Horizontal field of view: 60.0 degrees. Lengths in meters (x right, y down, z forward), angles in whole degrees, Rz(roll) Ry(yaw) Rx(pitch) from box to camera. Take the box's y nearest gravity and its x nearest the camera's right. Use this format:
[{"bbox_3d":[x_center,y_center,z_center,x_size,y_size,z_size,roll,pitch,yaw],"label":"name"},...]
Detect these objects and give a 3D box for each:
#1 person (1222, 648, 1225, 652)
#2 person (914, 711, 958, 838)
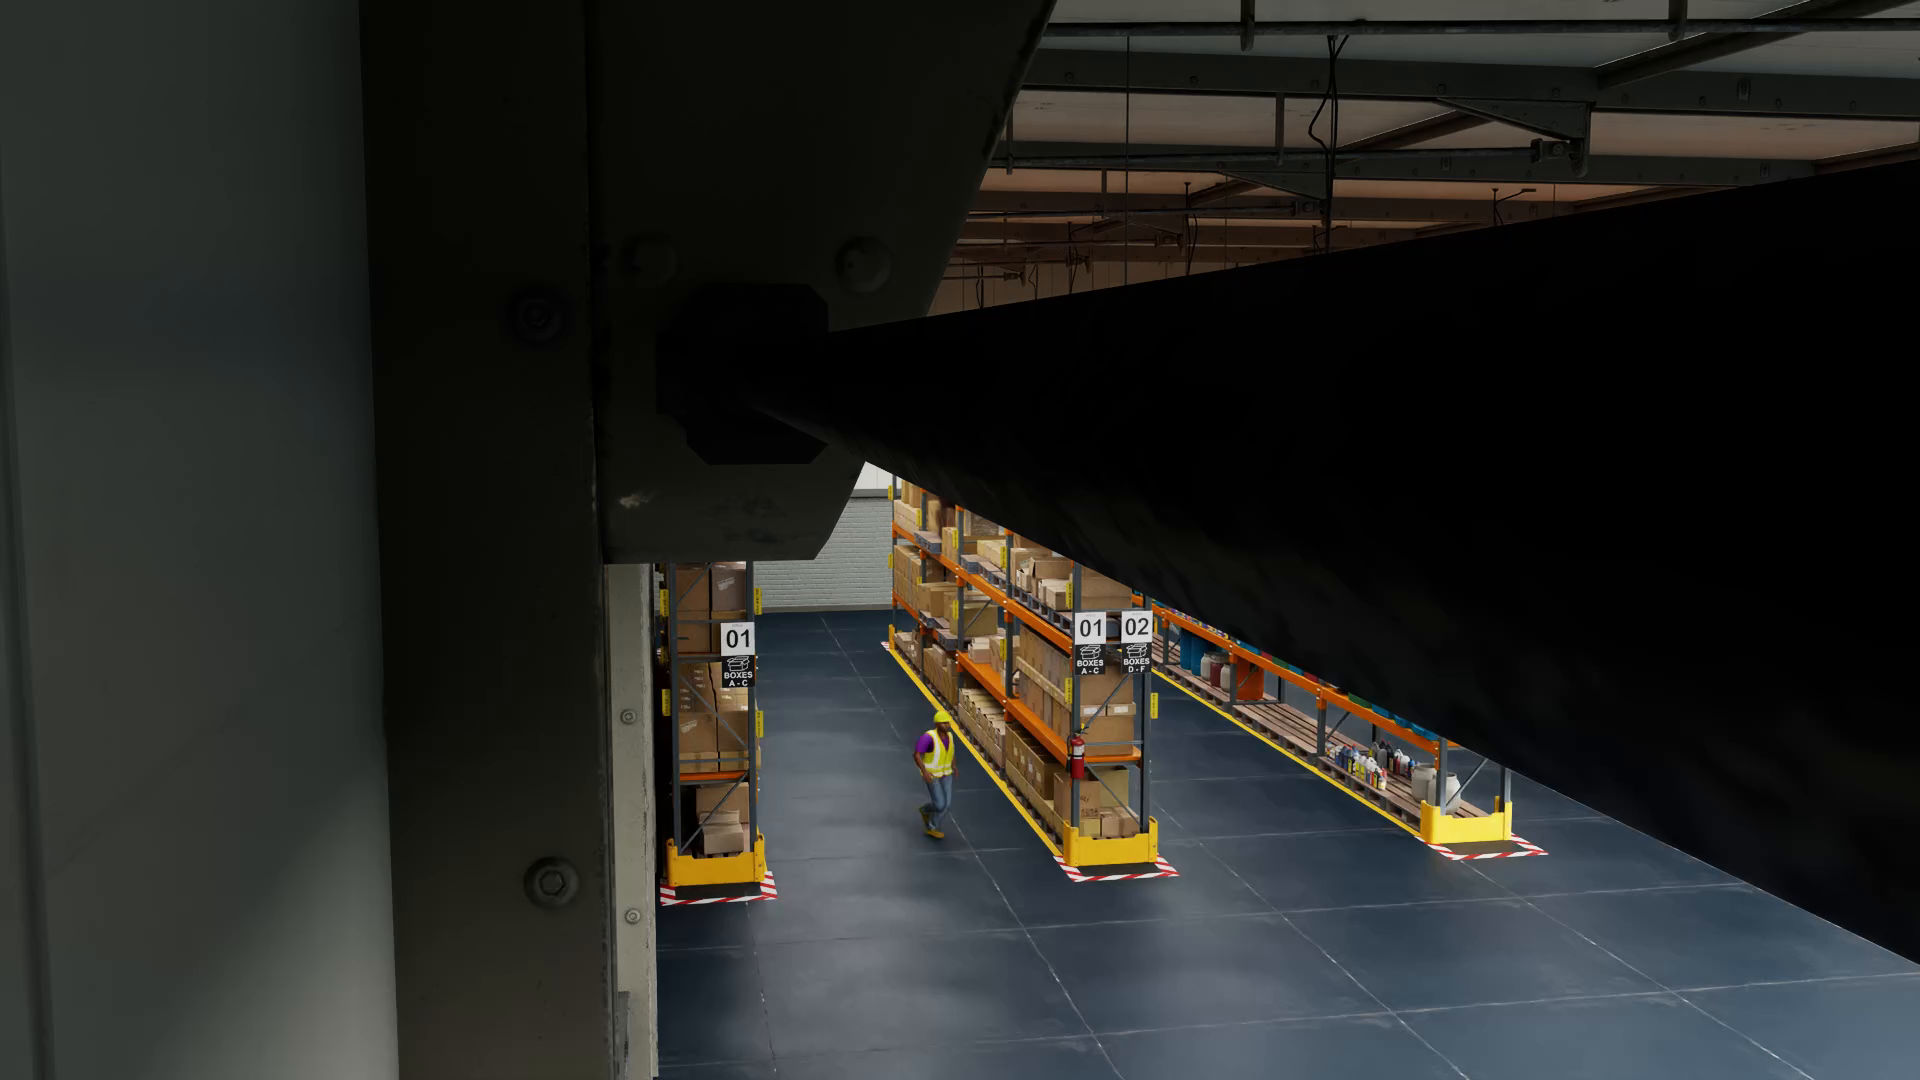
[{"bbox_3d":[5.768,1.618,36.238,0.500,1.676,0.788,-2,7,-20],"label":"person"},{"bbox_3d":[-0.338,3.100,22.136,0.701,1.701,0.591,-5,8,-37],"label":"person"}]
